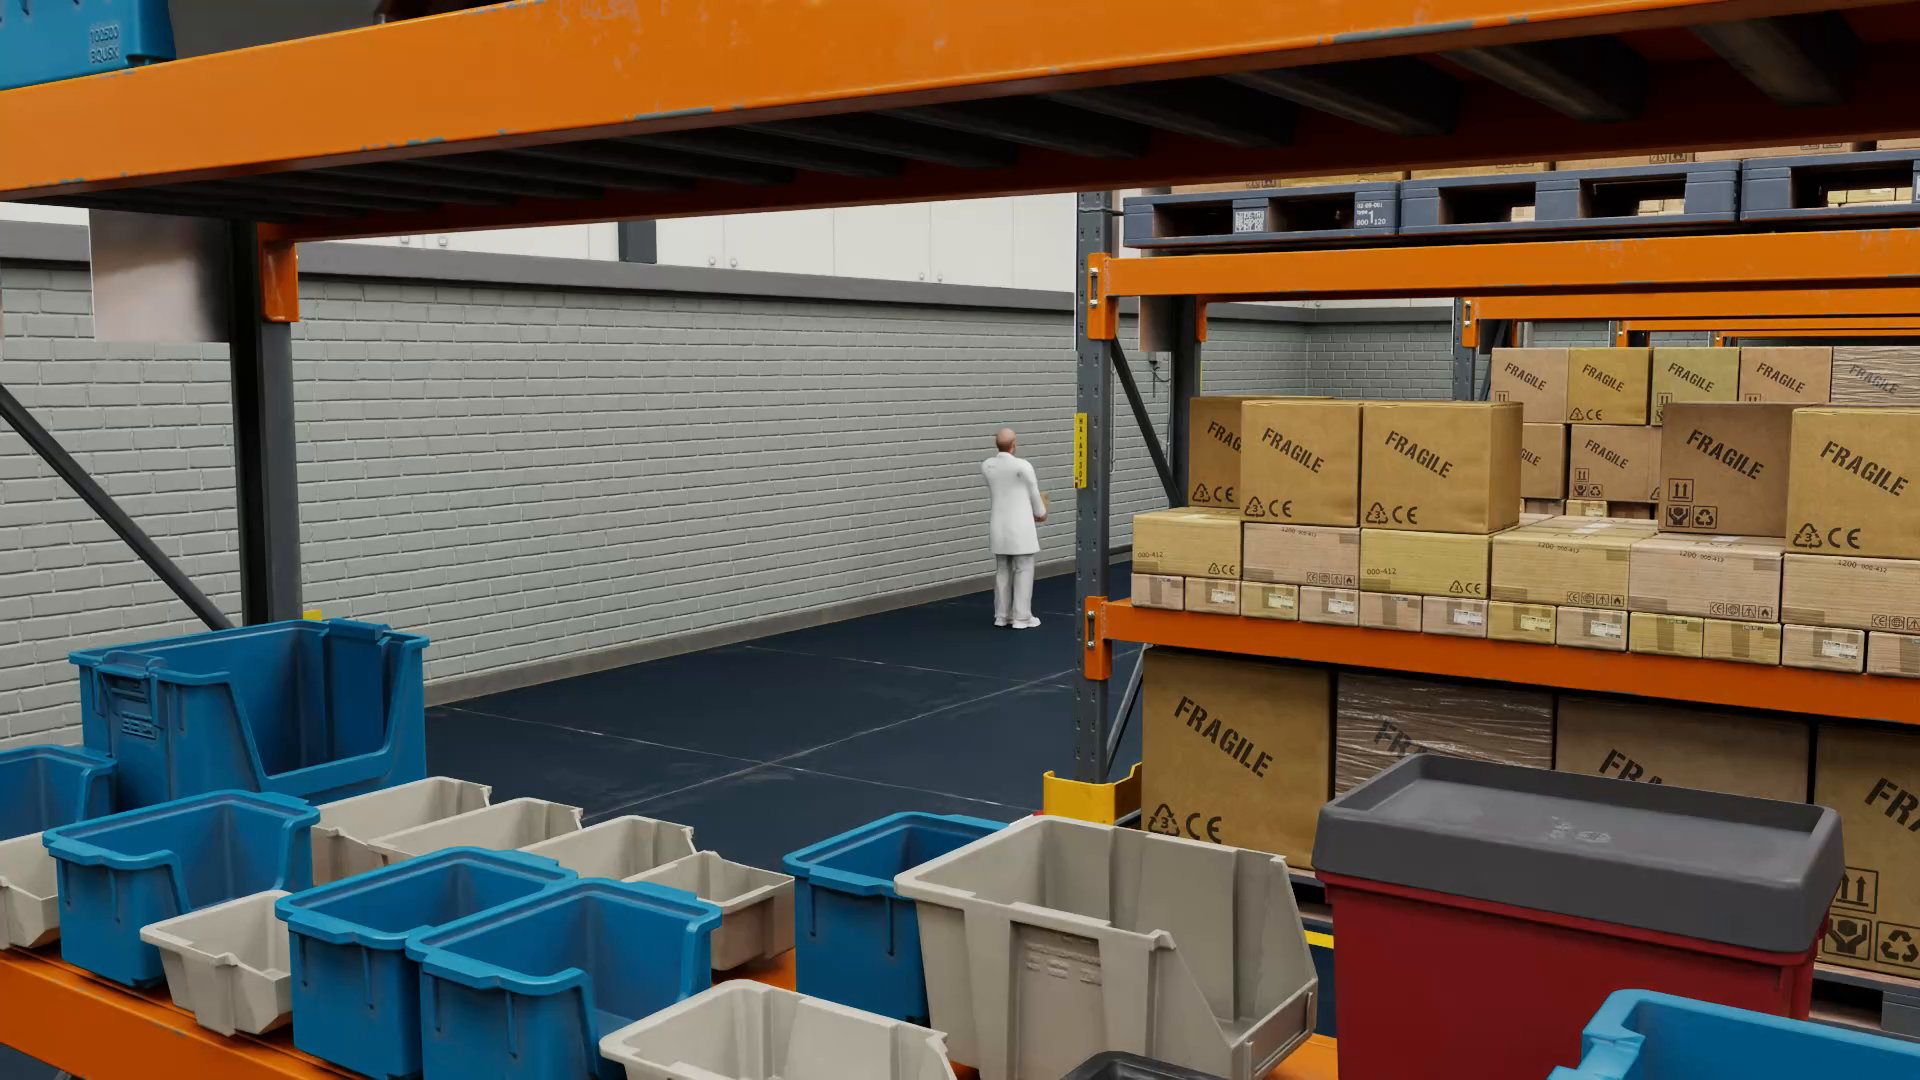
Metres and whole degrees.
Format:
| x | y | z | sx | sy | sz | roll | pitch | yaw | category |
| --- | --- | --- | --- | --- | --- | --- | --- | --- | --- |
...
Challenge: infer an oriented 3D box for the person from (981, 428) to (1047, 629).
| x | y | z | sx | sy | sz | roll | pitch | yaw | category |
| --- | --- | --- | --- | --- | --- | --- | --- | --- | --- |
| 0.512 | -0.116 | 14.862 | 0.529 | 1.774 | 0.550 | 4 | 7 | 34 | person |
